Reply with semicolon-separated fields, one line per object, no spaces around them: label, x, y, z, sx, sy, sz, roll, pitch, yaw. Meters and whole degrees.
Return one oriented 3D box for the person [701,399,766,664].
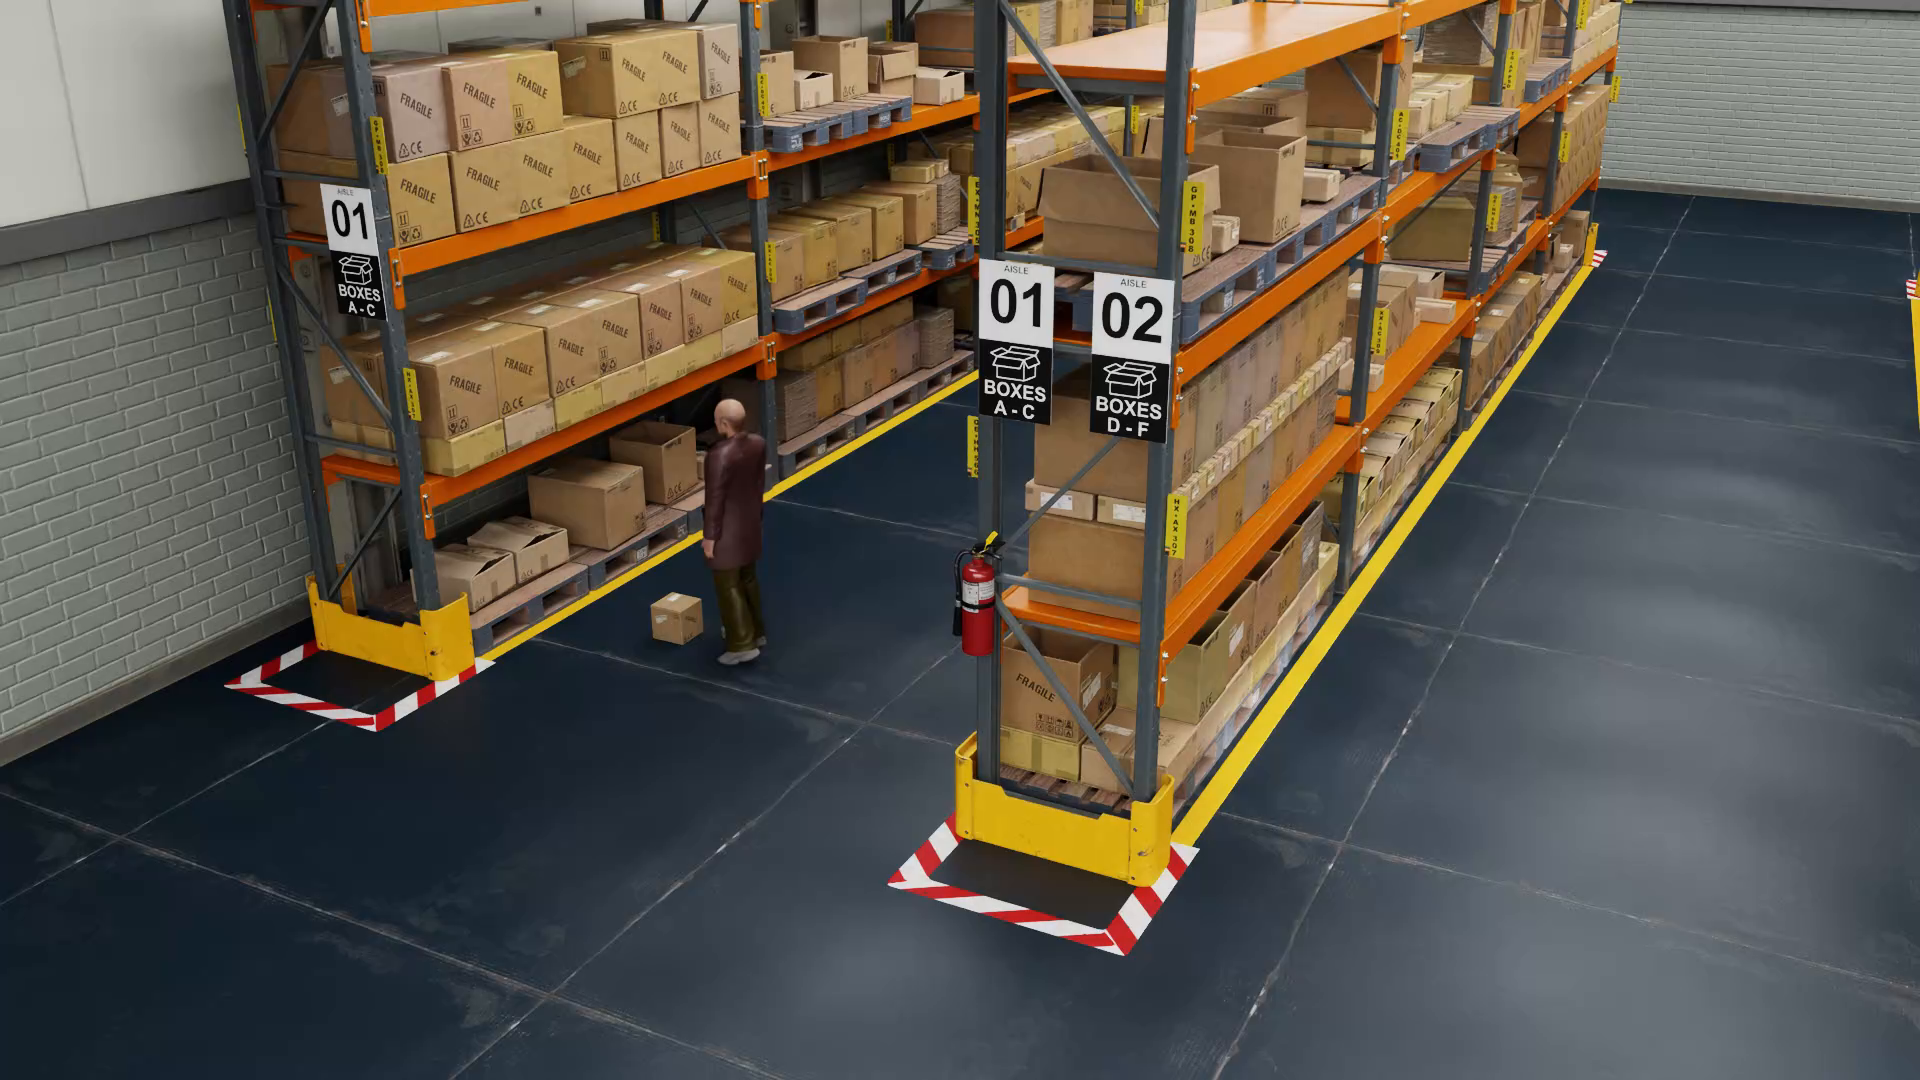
person;-1.502;-0.044;10.972;0.489;1.850;0.577;12;25;26
